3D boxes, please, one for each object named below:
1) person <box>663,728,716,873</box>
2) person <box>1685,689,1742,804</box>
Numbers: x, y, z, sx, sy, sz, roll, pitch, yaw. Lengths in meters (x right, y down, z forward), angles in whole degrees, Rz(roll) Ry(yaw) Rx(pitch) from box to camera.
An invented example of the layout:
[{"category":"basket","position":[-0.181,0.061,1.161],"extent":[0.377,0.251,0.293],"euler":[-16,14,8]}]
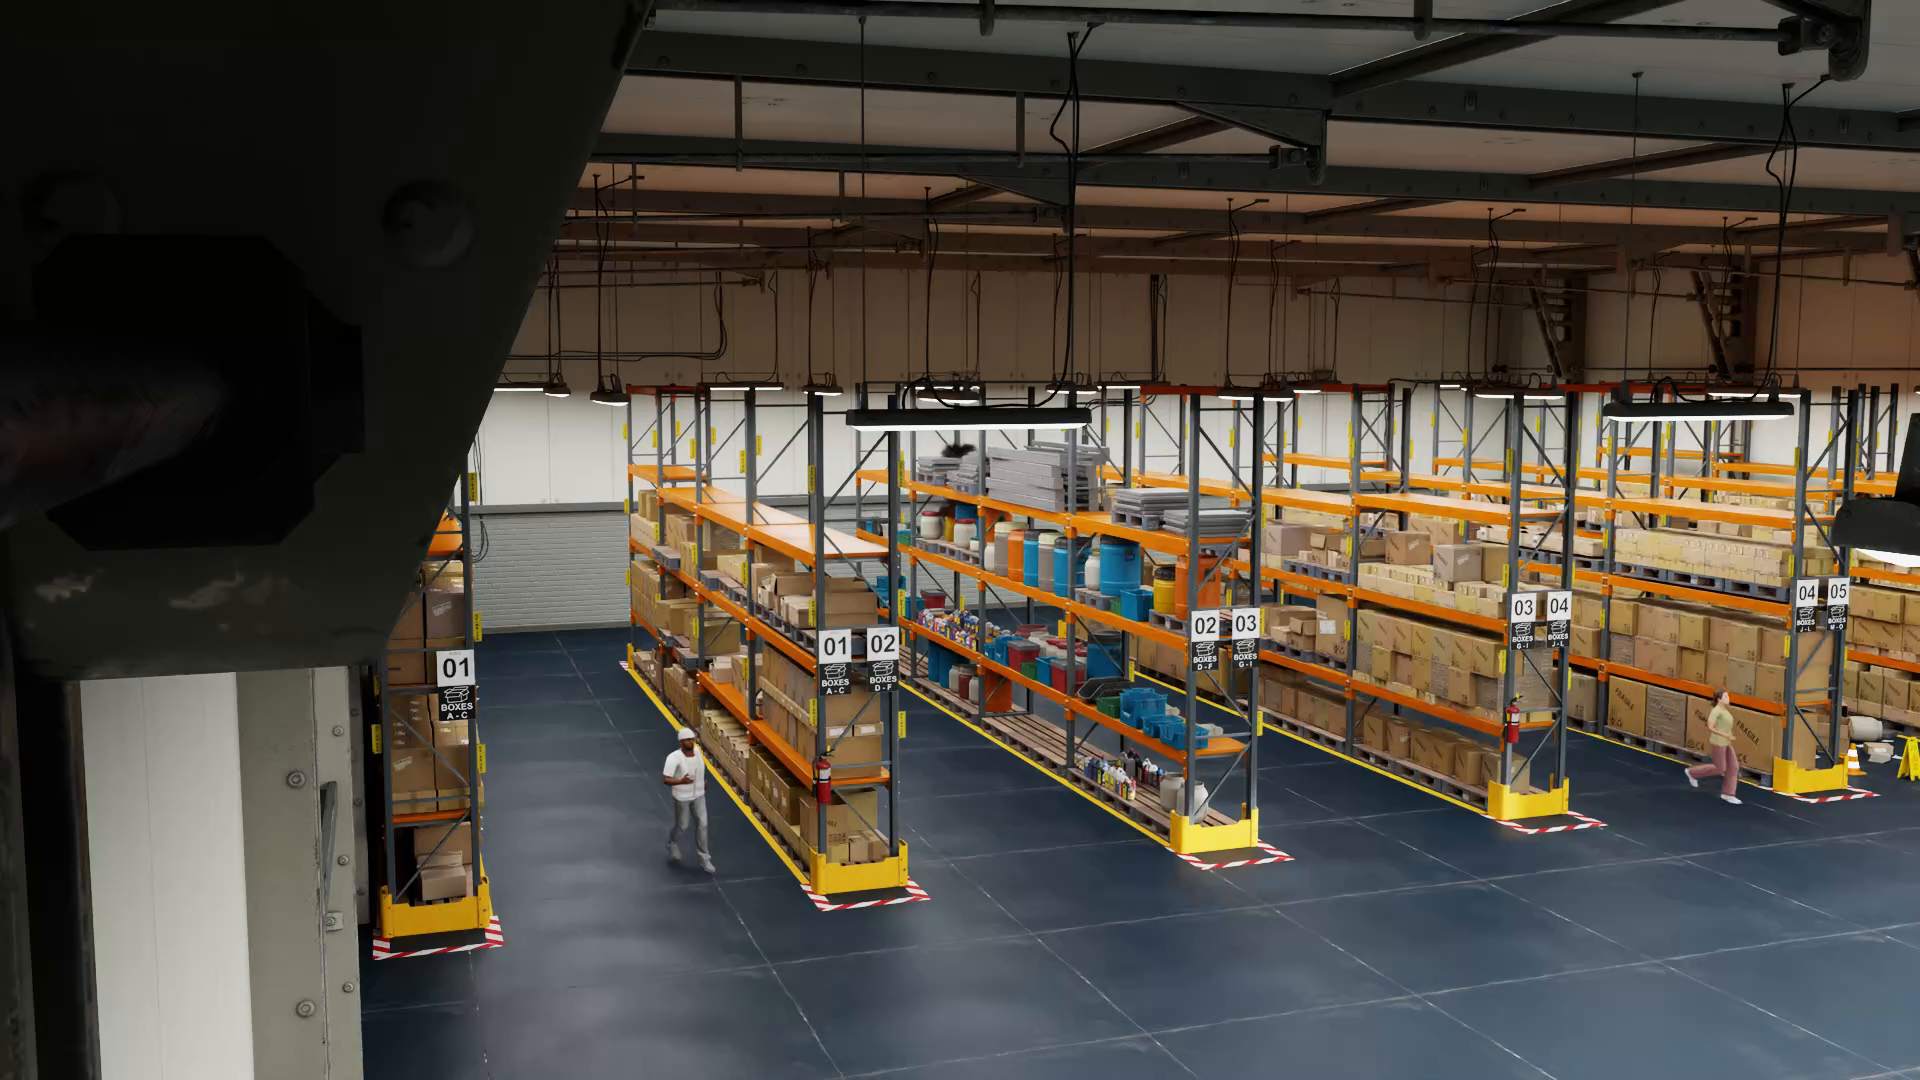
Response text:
[{"category":"person","position":[-3.444,3.259,21.039],"extent":[0.694,1.785,0.925],"euler":[-5,8,-39]},{"category":"person","position":[11.128,3.006,24.465],"extent":[0.820,1.672,0.588],"euler":[5,8,42]}]
